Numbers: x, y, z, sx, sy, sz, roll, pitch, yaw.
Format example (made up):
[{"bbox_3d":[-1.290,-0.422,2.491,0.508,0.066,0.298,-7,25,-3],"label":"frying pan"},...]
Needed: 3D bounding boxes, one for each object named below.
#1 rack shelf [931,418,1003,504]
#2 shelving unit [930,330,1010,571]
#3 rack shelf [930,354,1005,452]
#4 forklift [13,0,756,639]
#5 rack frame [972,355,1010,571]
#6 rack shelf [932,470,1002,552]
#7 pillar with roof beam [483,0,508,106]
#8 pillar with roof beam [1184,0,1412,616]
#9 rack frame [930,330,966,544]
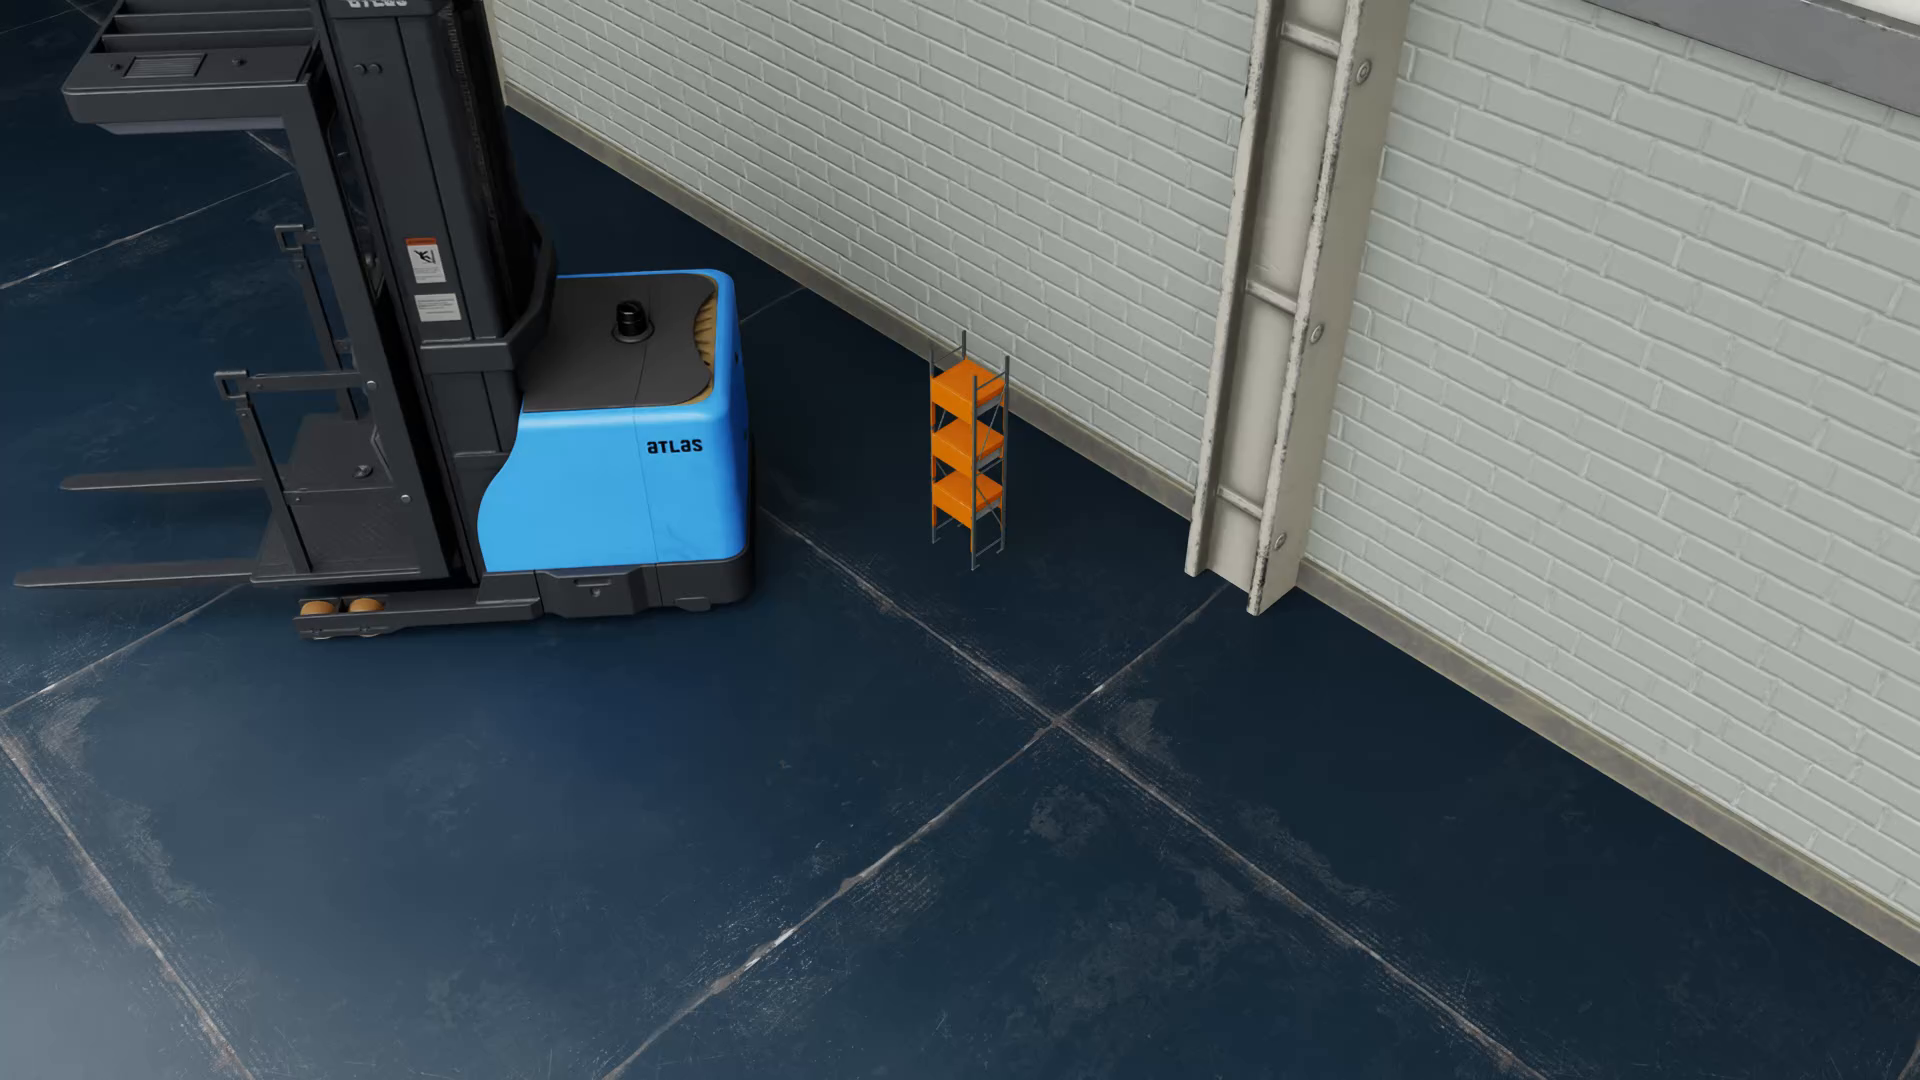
[{"bbox_3d":[0.038,-0.352,6.990,0.215,0.259,0.240,-34,53,-31],"label":"rack shelf"},{"bbox_3d":[0.038,-0.360,6.983,0.215,1.050,0.252,-34,53,-31],"label":"shelving unit"},{"bbox_3d":[0.038,-0.561,6.798,0.215,0.259,0.240,-34,53,-31],"label":"rack shelf"},{"bbox_3d":[-2.418,-1.038,6.331,3.031,2.935,1.130,-3,43,-3],"label":"forklift"},{"bbox_3d":[0.124,-0.301,6.920,0.200,1.050,0.008,-34,53,-31],"label":"rack frame"},{"bbox_3d":[0.038,-0.148,7.179,0.215,0.259,0.240,-34,53,-31],"label":"rack shelf"},{"bbox_3d":[-6.066,-3.969,5.032,9.100,9.000,0.400,-34,53,-31],"label":"pillar with roof beam"},{"bbox_3d":[-1.829,-1.086,1.912,9.100,9.000,0.400,-34,53,-31],"label":"pillar with roof beam"},{"bbox_3d":[-0.048,-0.418,7.047,0.200,1.050,0.008,-34,53,-31],"label":"rack frame"}]
